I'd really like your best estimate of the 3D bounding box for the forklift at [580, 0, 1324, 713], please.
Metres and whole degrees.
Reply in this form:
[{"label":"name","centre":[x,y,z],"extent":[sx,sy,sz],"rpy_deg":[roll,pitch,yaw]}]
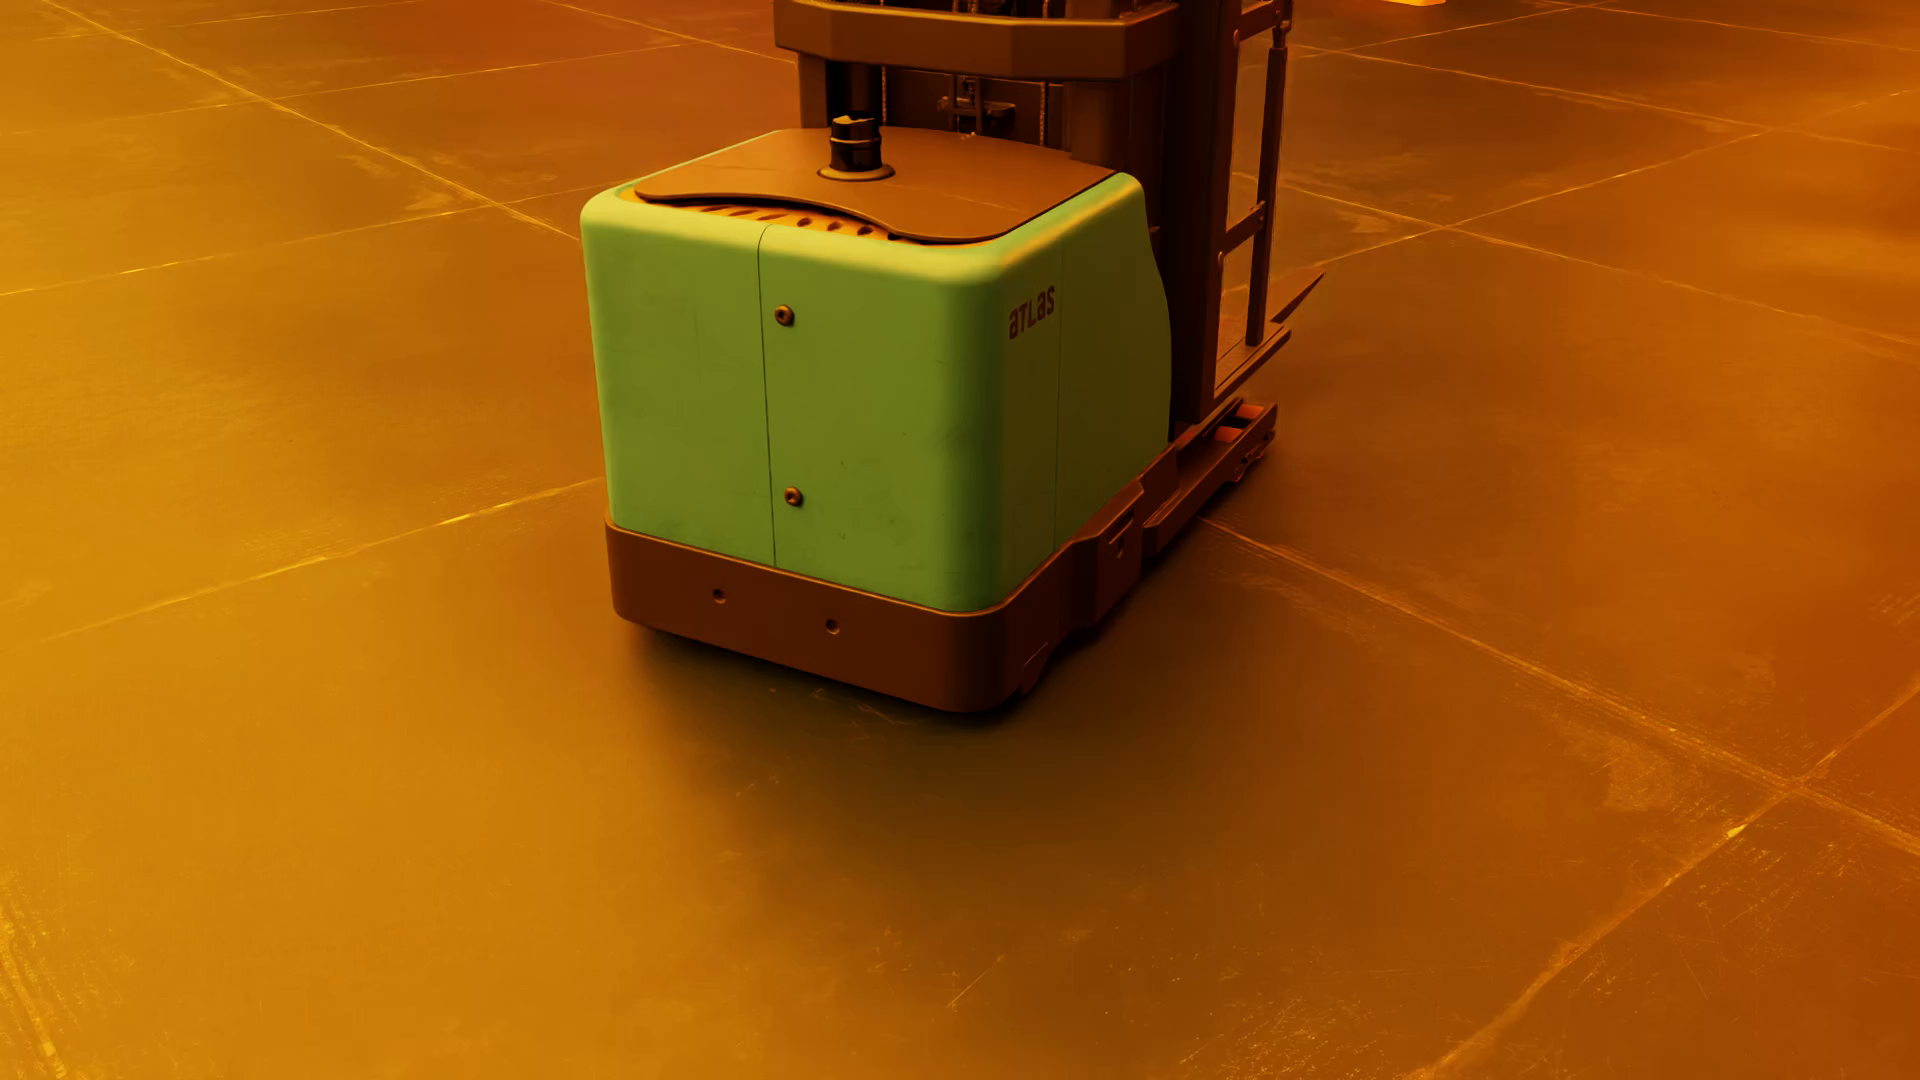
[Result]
[{"label":"forklift","centre":[0.297,-1.562,4.351],"extent":[1.130,2.935,3.031],"rpy_deg":[13,29,25]}]
